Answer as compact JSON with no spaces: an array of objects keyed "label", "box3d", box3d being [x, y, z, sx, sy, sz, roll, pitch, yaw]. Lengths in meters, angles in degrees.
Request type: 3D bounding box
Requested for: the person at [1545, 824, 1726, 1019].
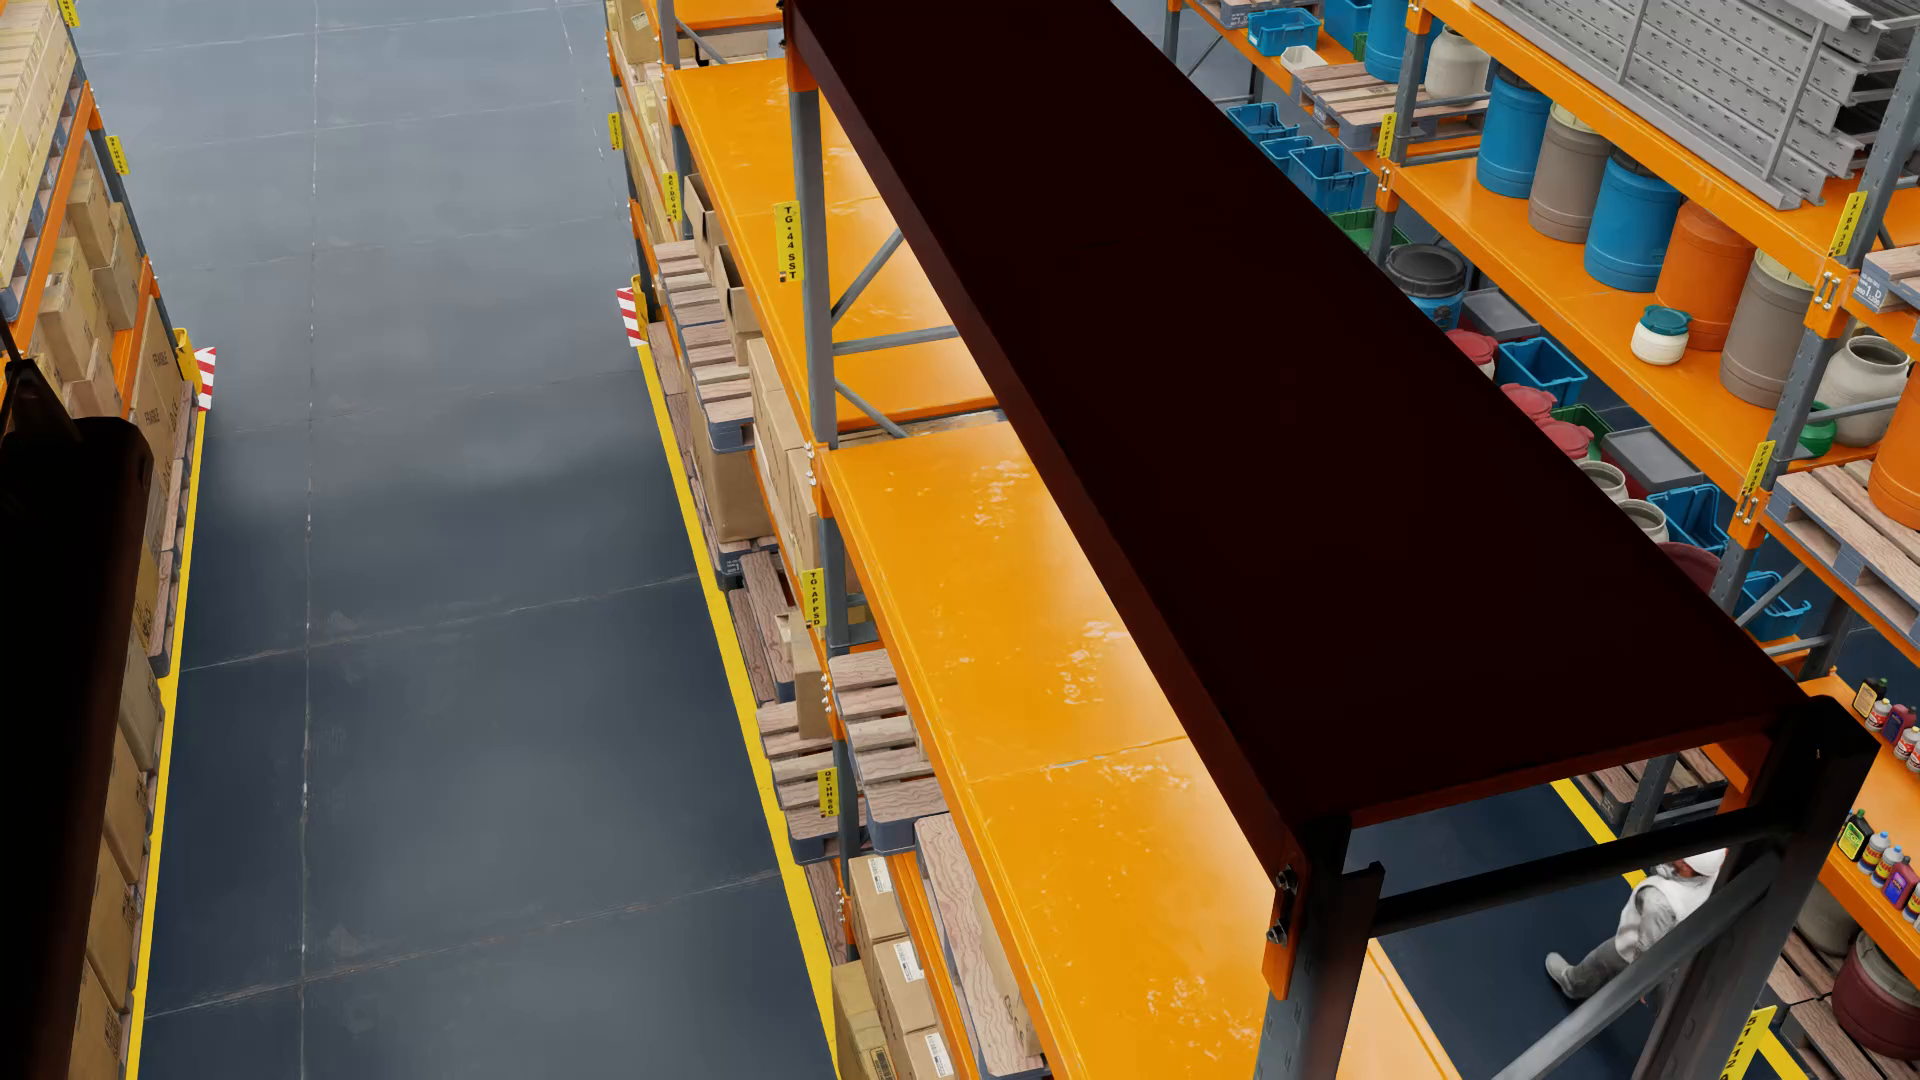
[{"label":"person","box3d":[3.661,2.080,8.788,0.541,1.711,1.069,-9,39,-11]}]
